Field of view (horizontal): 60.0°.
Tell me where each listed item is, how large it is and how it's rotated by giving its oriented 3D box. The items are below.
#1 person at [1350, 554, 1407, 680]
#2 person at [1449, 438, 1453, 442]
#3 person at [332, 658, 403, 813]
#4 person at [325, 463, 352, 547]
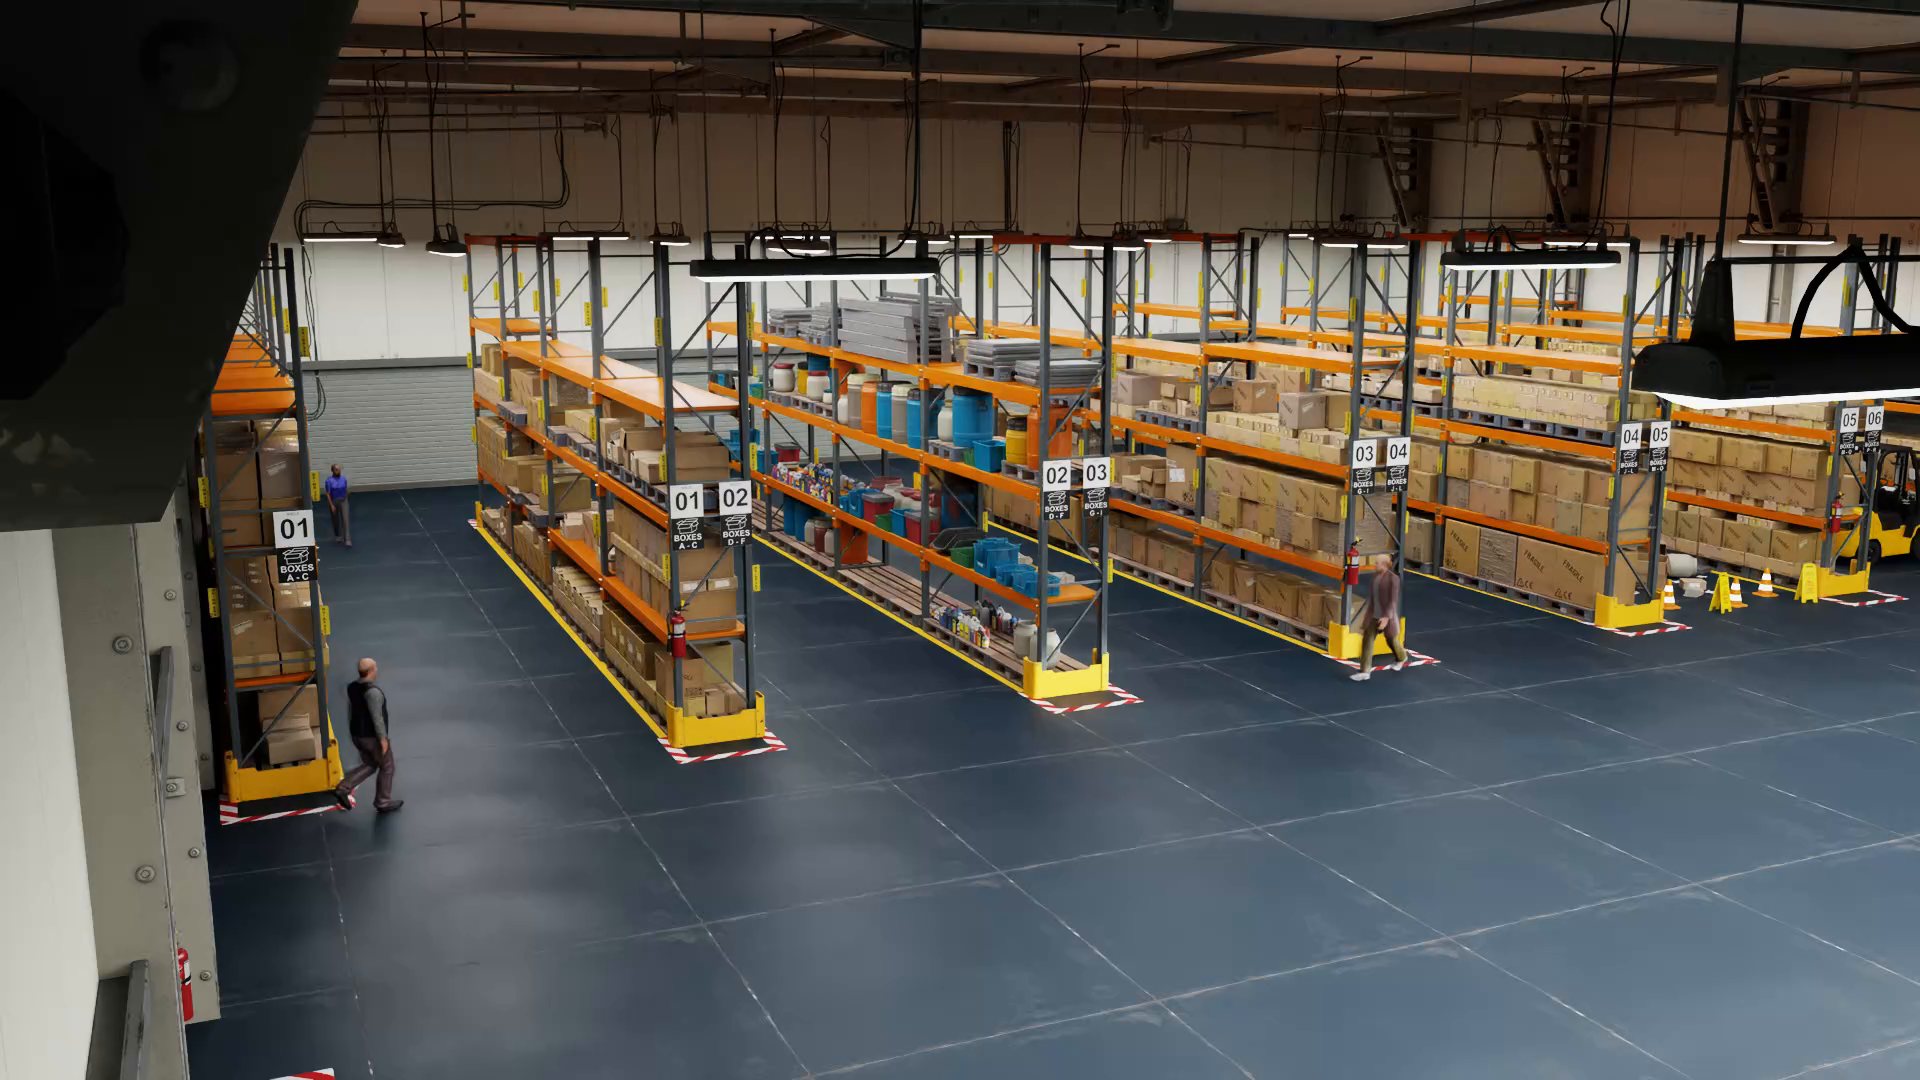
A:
[{"bbox_3d":[5.874,1.055,23.086,0.518,1.745,1.103,9,14,38],"label":"person"},{"bbox_3d":[10.220,-1.278,35.016,0.436,1.795,0.594,0,11,-2],"label":"person"},{"bbox_3d":[-6.342,2.110,17.761,0.583,1.703,0.698,10,15,41],"label":"person"},{"bbox_3d":[-12.150,-0.655,32.474,0.414,1.475,1.018,-4,12,-21],"label":"person"}]
